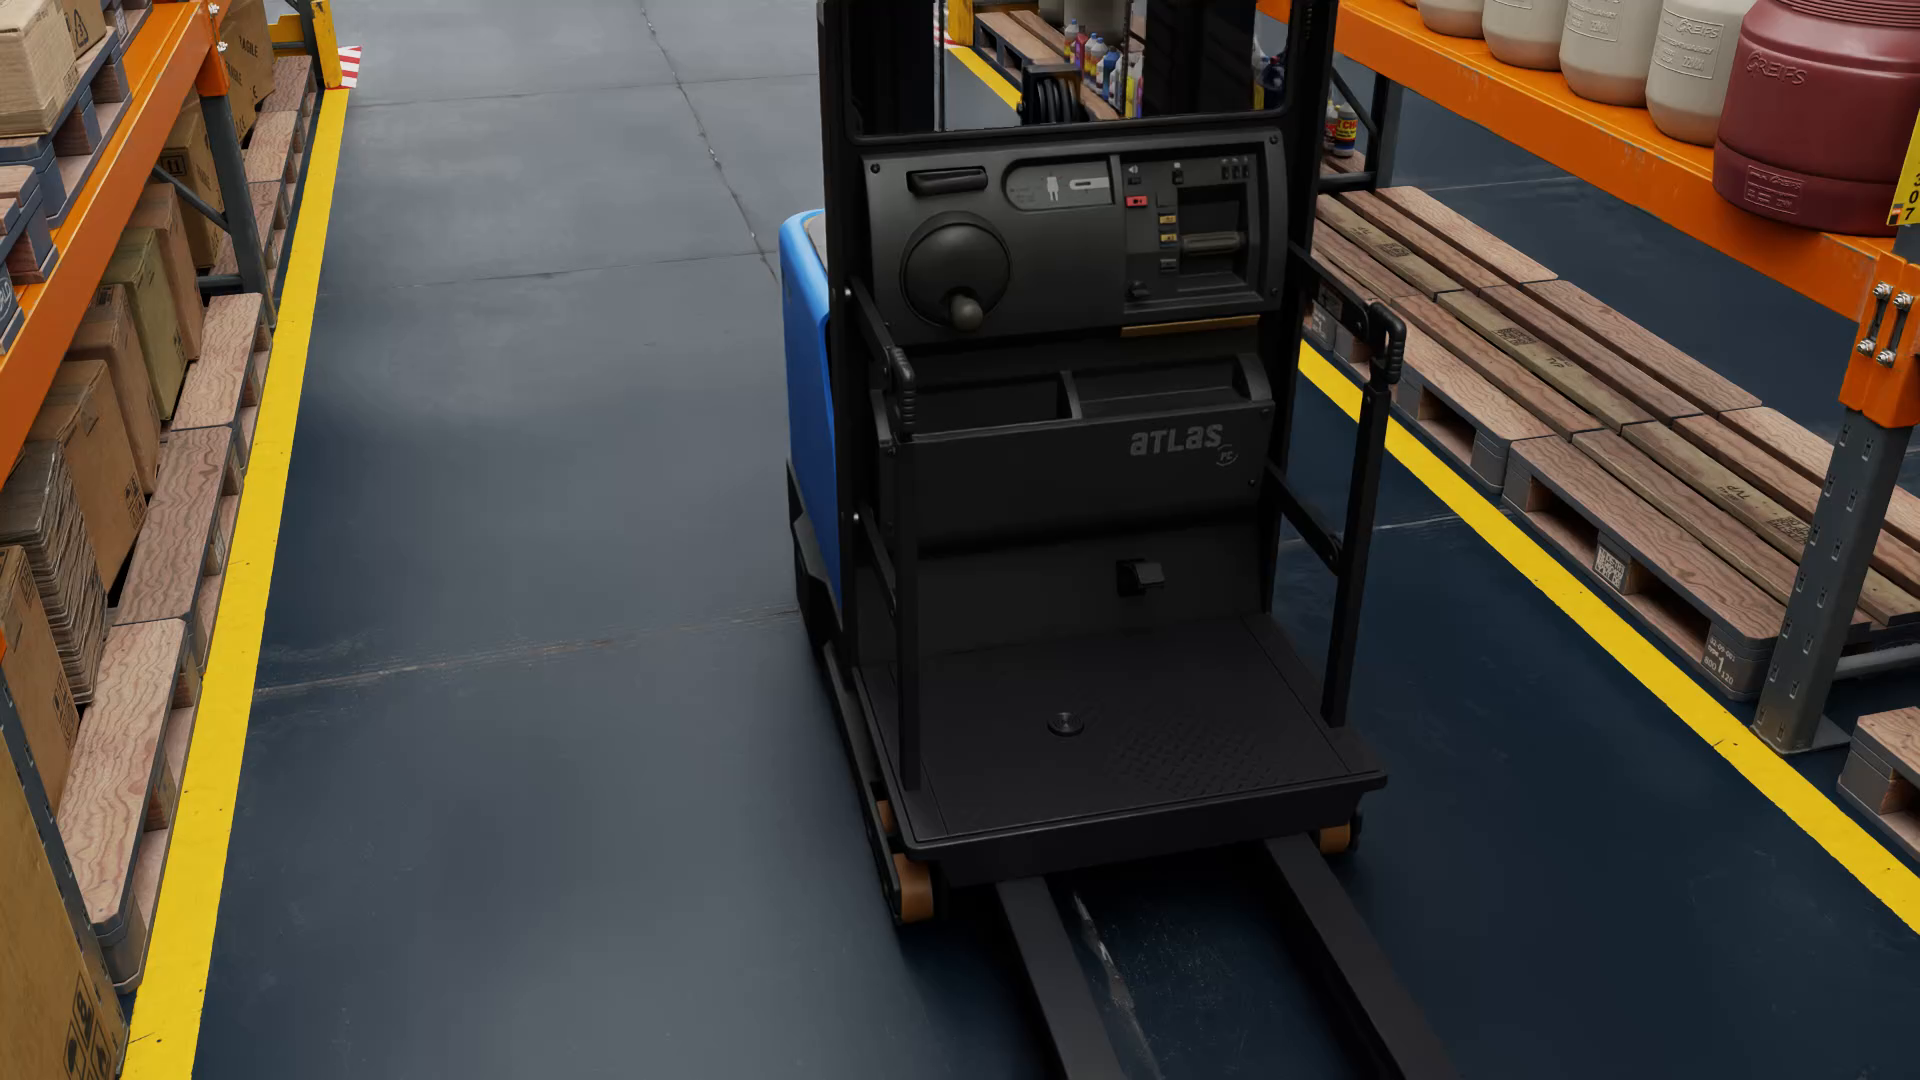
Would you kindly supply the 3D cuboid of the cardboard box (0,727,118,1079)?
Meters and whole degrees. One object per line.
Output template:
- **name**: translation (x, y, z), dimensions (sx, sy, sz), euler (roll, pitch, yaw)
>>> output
- **cardboard box**: translation (-2.035, 0.901, 2.402), dimensions (1.225, 0.875, 0.875), euler (-9, 31, -16)

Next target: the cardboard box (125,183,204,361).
- **cardboard box**: translation (-3.117, -0.914, 5.892), dimensions (0.700, 0.500, 0.500), euler (-10, 32, -17)

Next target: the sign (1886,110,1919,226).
- **sign**: translation (2.049, -0.826, 3.520), dimensions (0.100, 0.325, 0.005), euler (-8, 31, -13)

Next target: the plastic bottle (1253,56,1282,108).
- **plastic bottle**: translation (1.562, -2.234, 8.320), dimensions (0.144, 0.351, 0.185), euler (-8, 31, -13)

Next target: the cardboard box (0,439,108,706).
- **cardboard box**: translation (-2.555, 0.131, 4.086), dimensions (0.700, 0.500, 0.500), euler (-10, 32, -17)

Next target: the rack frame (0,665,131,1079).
- **rack frame**: translation (-2.198, -0.173, 2.555), dimensions (1.000, 3.000, 0.127), euler (-8, 31, -13)

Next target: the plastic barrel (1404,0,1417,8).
- **plastic barrel**: translation (1.719, -2.044, 5.926), dimensions (0.301, 0.262, 0.301), euler (0, 30, 0)

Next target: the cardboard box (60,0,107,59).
- **cardboard box**: translation (-2.710, -1.507, 4.337), dimensions (0.797, 0.503, 0.637), euler (-5, 30, -8)

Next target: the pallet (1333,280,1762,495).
- **pallet**: translation (2.089, -0.592, 6.063), dimensions (1.003, 0.211, 1.213), euler (-8, 31, -13)

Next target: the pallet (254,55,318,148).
- **pallet**: translation (-4.120, -2.397, 9.180), dimensions (1.003, 0.211, 1.213), euler (-8, 31, -13)

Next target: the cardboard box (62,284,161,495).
- **cardboard box**: translation (-2.860, -0.411, 5.023), dimensions (0.700, 0.500, 0.500), euler (-11, 32, -18)

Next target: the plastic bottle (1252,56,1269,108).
- **plastic bottle**: translation (1.576, -2.376, 8.644), dimensions (0.097, 0.271, 0.097), euler (0, 30, 0)

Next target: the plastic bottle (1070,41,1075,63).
- **plastic bottle**: translation (0.662, -2.708, 9.288), dimensions (0.097, 0.201, 0.097), euler (0, 30, 0)

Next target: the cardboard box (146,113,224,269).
- **cardboard box**: translation (-3.327, -1.404, 6.757), dimensions (0.500, 0.500, 0.500), euler (-9, 31, -15)

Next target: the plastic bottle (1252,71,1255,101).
- **plastic bottle**: translation (1.599, -2.419, 8.789), dimensions (0.097, 0.201, 0.097), euler (0, 30, 0)

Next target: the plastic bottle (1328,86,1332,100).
- **plastic bottle**: translation (1.742, -2.140, 8.233), dimensions (0.152, 0.276, 0.135), euler (-7, 31, -11)

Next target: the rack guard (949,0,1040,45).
- **rack guard**: translation (0.519, -3.583, 10.942), dimensions (1.175, 0.500, 0.348), euler (-8, 31, -13)

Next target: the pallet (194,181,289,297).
- **pallet**: translation (-3.472, -1.218, 7.144), dimensions (1.003, 0.211, 1.213), euler (-8, 31, -13)

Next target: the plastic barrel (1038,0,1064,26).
- **plastic barrel**: translation (0.702, -3.493, 10.355), dimensions (0.421, 0.512, 0.421), euler (0, 30, 0)

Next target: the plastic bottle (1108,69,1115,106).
- **plastic bottle**: translation (0.833, -2.397, 8.751), dimensions (0.097, 0.201, 0.097), euler (0, 30, 0)

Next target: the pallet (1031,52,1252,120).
- **pallet**: translation (1.050, -2.477, 9.319), dimensions (1.003, 0.211, 1.213), euler (-8, 31, -13)

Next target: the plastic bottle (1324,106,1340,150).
- **plastic bottle**: translation (1.827, -2.004, 8.073), dimensions (0.097, 0.201, 0.097), euler (0, 30, 0)

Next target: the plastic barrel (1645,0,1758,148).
- **plastic barrel**: translation (2.098, -1.349, 4.474), dimensions (0.421, 0.512, 0.421), euler (0, 30, 0)

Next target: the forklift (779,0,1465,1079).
- **forklift**: translation (0.310, -0.614, 3.384), dimensions (1.130, 2.935, 3.031), euler (-7, 31, -12)

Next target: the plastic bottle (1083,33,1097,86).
- **plastic bottle**: translation (0.726, -2.623, 9.071), dimensions (0.097, 0.271, 0.097), euler (0, 30, 0)

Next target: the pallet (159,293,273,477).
- **pallet**: translation (-3.052, -0.523, 5.942), dimensions (1.003, 0.211, 1.213), euler (-8, 31, -13)

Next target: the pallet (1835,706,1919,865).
- **pallet**: translation (2.827, 0.750, 3.743), dimensions (1.003, 0.211, 1.213), euler (-8, 31, -13)

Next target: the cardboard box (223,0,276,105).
- **cardboard box**: translation (-3.980, -2.549, 8.736), dimensions (0.500, 0.500, 0.500), euler (0, 30, 0)

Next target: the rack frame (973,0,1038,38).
- **rack frame**: translation (0.454, -4.696, 10.368), dimensions (1.000, 3.000, 0.127), euler (-8, 31, -13)

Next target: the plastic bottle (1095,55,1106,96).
- **plastic bottle**: translation (0.779, -2.496, 8.923), dimensions (0.097, 0.201, 0.097), euler (0, 30, 0)

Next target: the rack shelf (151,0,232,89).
- **rack shelf**: translation (-3.790, -2.760, 7.742), dimensions (1.077, 0.370, 4.000), euler (-8, 31, -13)

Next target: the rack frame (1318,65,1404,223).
- **rack frame**: translation (1.516, -2.764, 7.031), dimensions (1.000, 3.000, 0.127), euler (-8, 31, -13)

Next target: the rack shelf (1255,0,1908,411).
- **rack shelf**: translation (2.047, -1.487, 5.542), dimensions (1.077, 0.370, 4.000), euler (-8, 31, -13)

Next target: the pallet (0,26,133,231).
- **pallet**: translation (-2.763, -1.041, 4.246), dimensions (1.003, 0.211, 1.213), euler (-8, 31, -13)

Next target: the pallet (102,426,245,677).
- **pallet**: translation (-2.724, 0.068, 4.922), dimensions (1.003, 0.211, 1.213), euler (-8, 31, -13)

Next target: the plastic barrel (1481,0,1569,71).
- **plastic barrel**: translation (1.868, -1.768, 5.175), dimensions (0.433, 0.535, 0.433), euler (0, 30, 0)

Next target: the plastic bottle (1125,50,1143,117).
- **plastic bottle**: translation (0.930, -2.329, 8.485), dimensions (0.144, 0.351, 0.185), euler (-8, 31, -14)
